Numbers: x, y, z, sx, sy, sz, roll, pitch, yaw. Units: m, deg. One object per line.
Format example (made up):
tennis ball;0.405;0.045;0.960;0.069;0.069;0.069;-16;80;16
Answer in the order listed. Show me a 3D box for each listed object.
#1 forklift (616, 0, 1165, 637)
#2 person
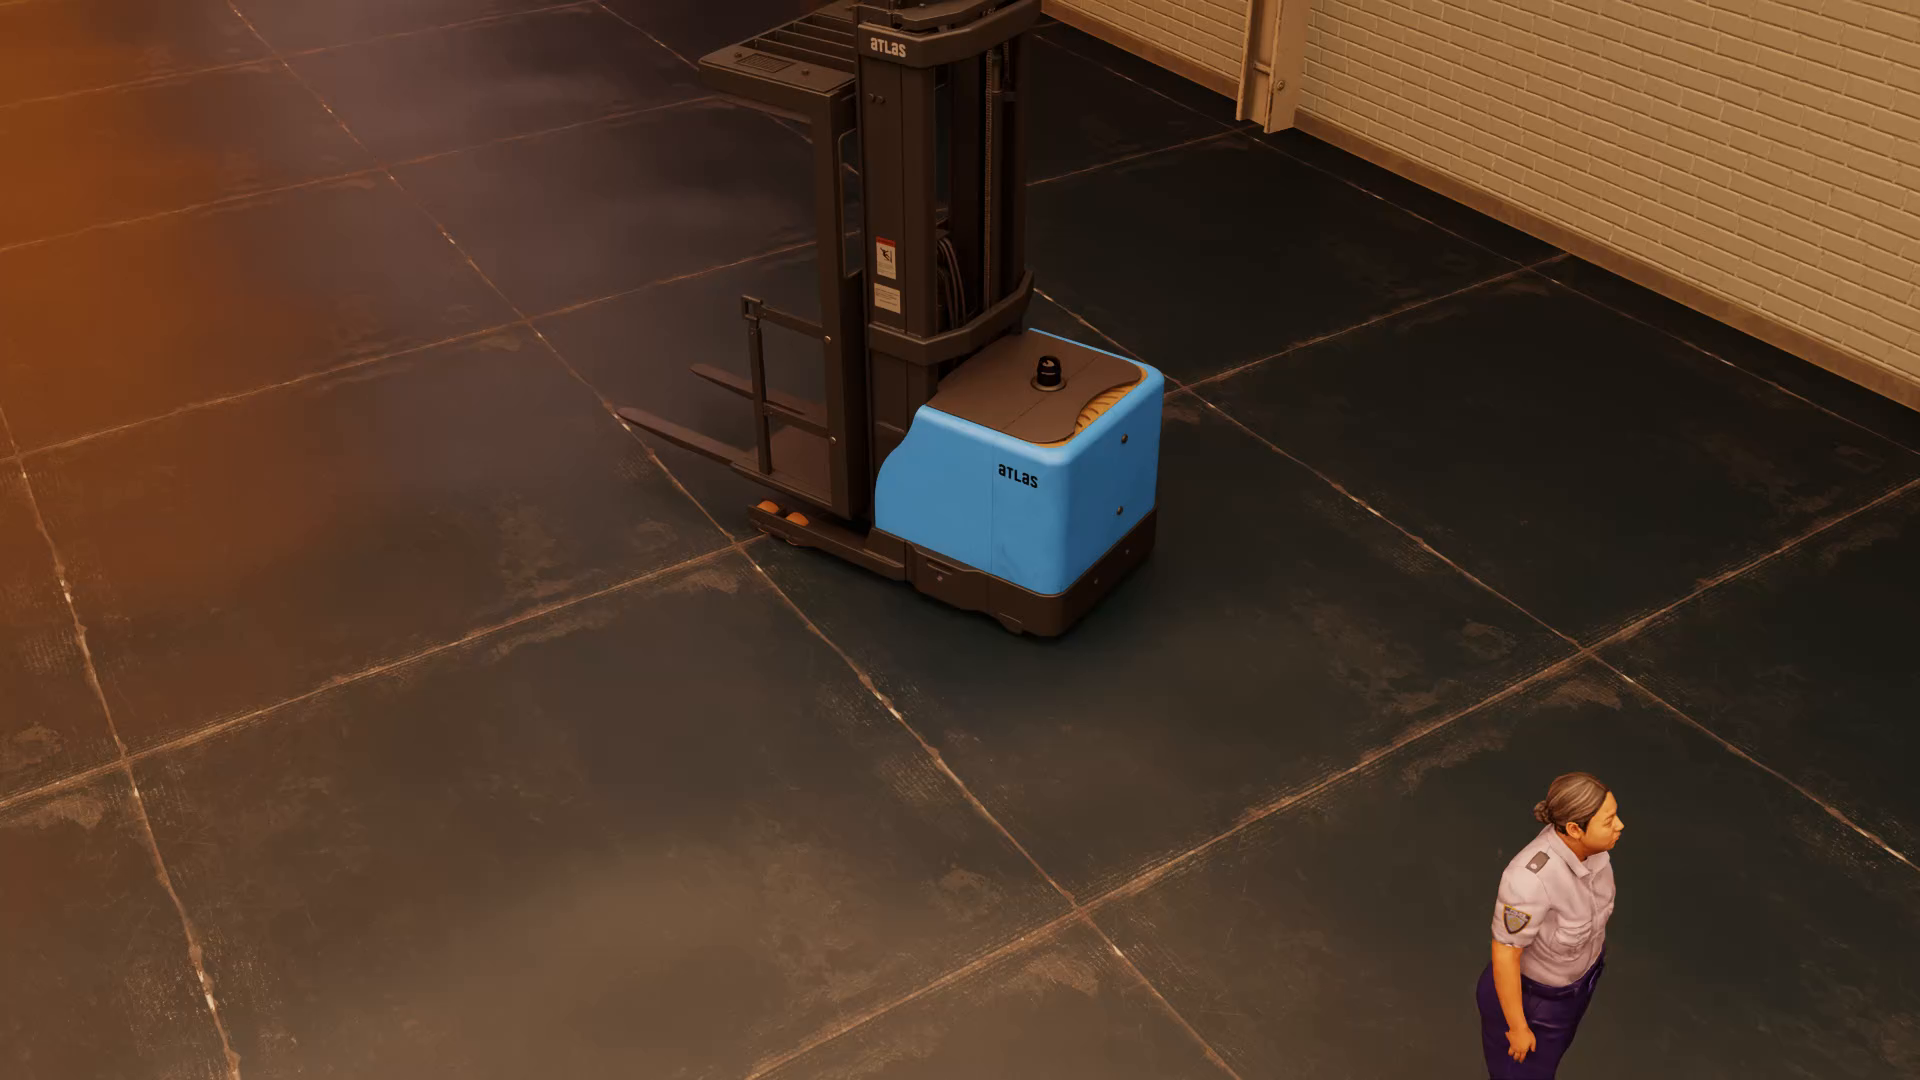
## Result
forklift;-0.500;-1.399;8.138;3.031;2.935;1.130;22;41;28
person;1.888;1.446;5.193;0.504;1.652;0.599;27;43;33
